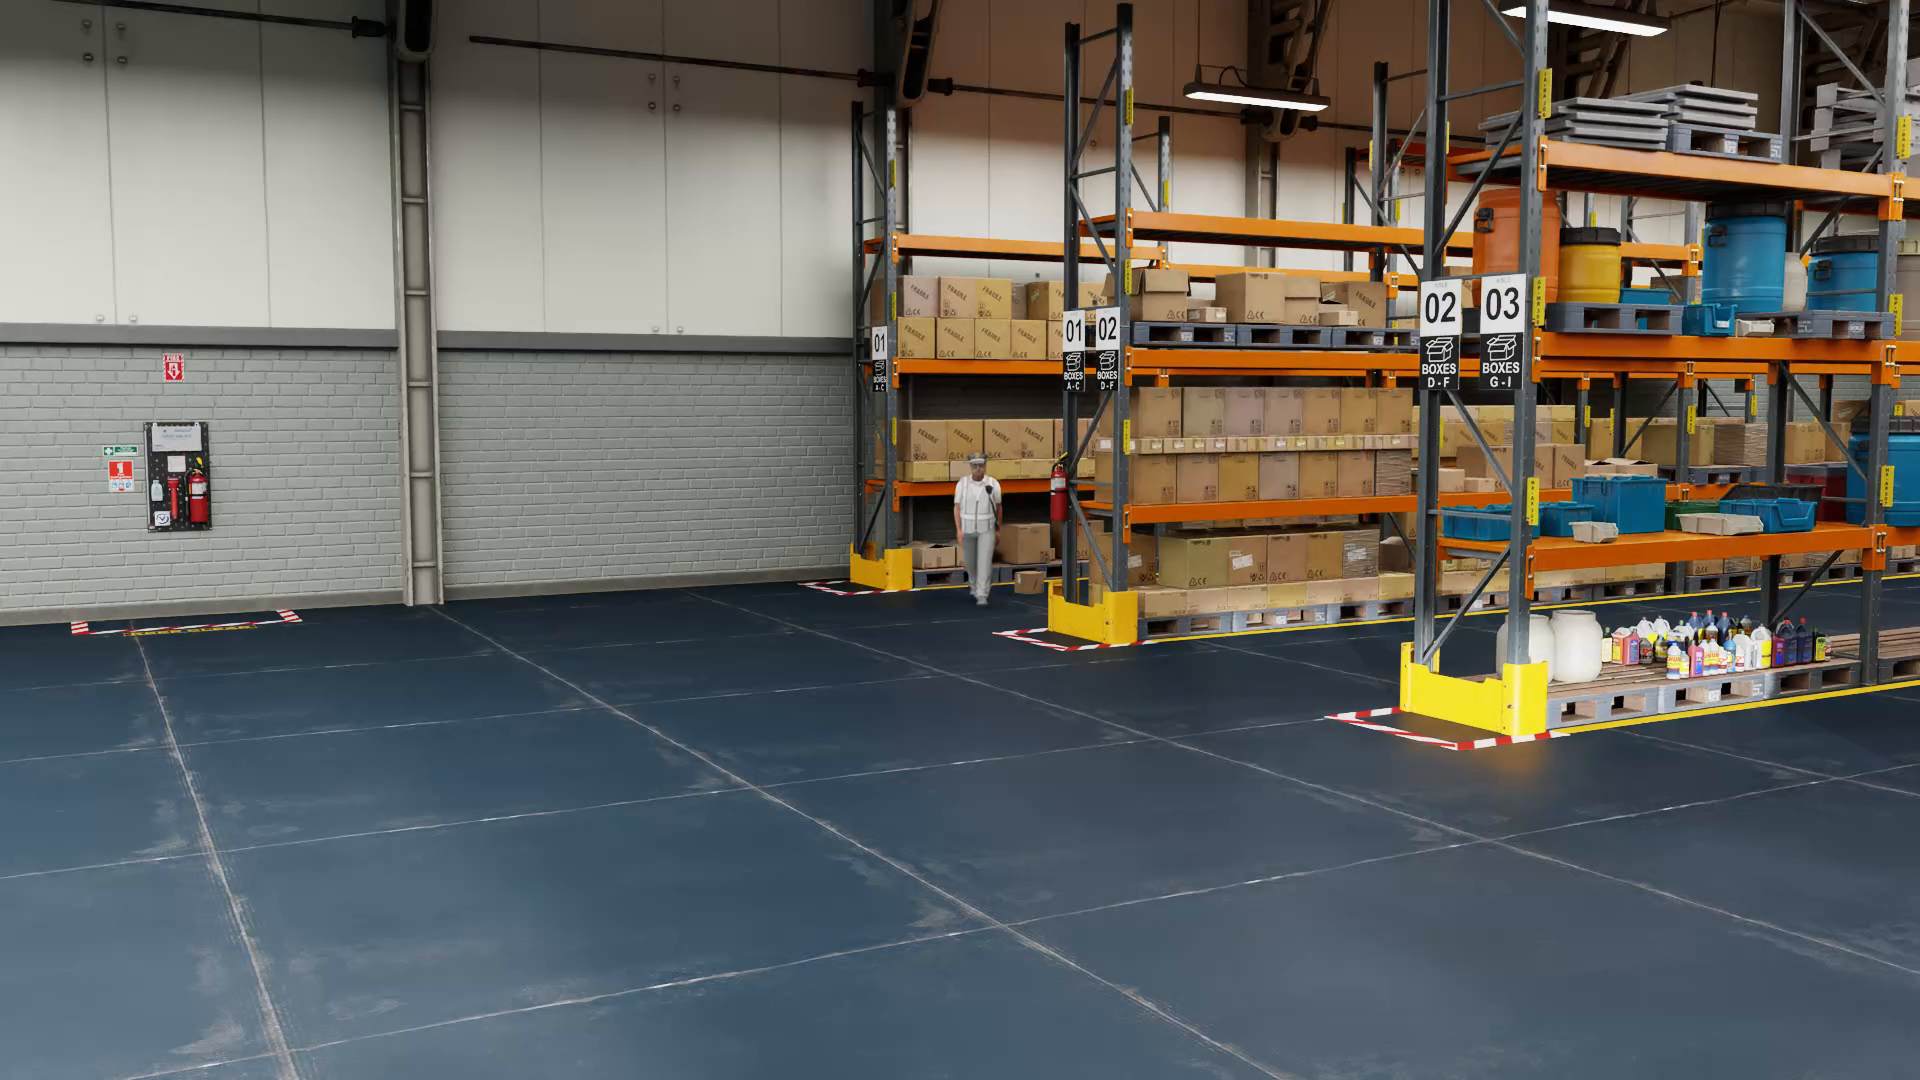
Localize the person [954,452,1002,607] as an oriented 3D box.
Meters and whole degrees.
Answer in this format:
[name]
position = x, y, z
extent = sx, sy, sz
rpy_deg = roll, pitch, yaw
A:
[person]
position = 0.197, -0.131, 18.693
extent = 0.530, 1.716, 1.086
rpy_deg = 1, 5, 8
